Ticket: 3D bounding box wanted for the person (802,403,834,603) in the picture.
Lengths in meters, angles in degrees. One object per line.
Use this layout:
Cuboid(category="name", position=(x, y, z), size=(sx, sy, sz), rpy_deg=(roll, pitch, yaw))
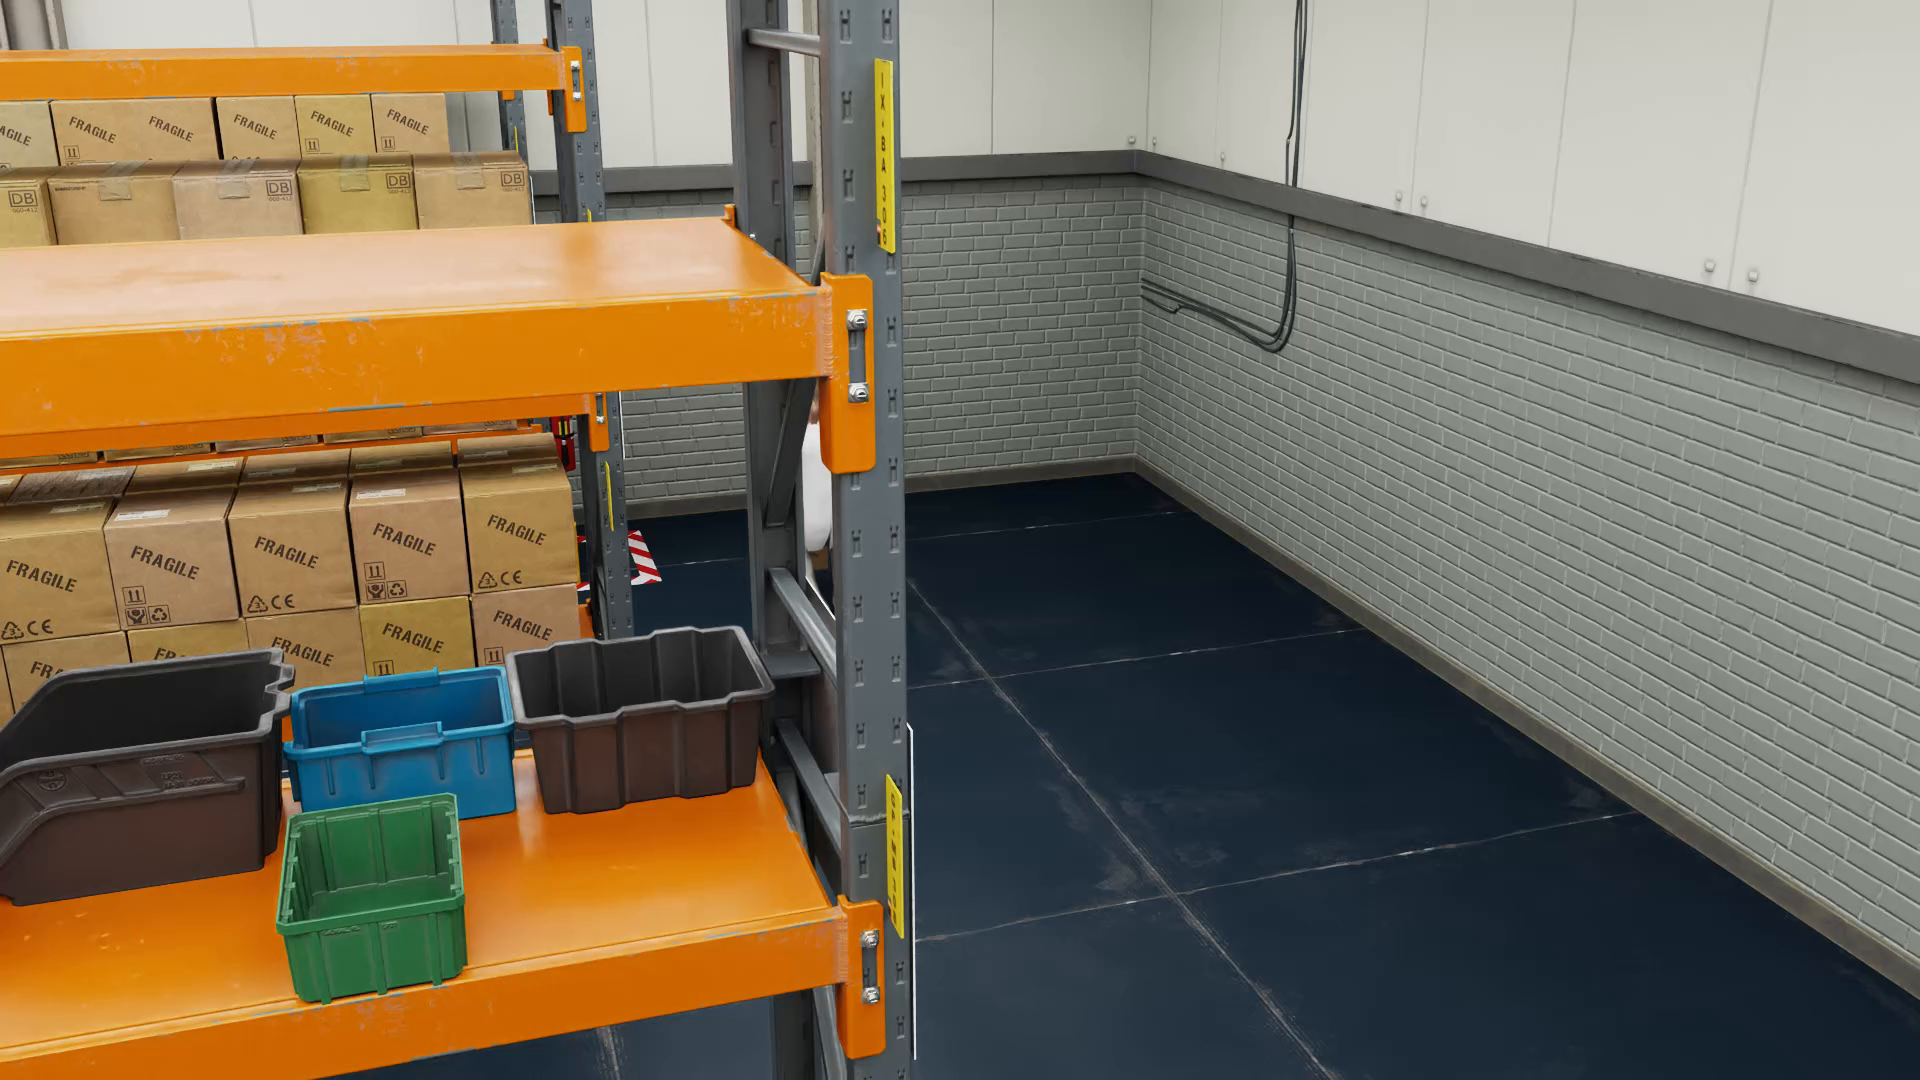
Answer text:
Cuboid(category="person", position=(-1.063, -0.209, 12.466), size=(0.620, 1.612, 0.564), rpy_deg=(-6, 20, -17))
